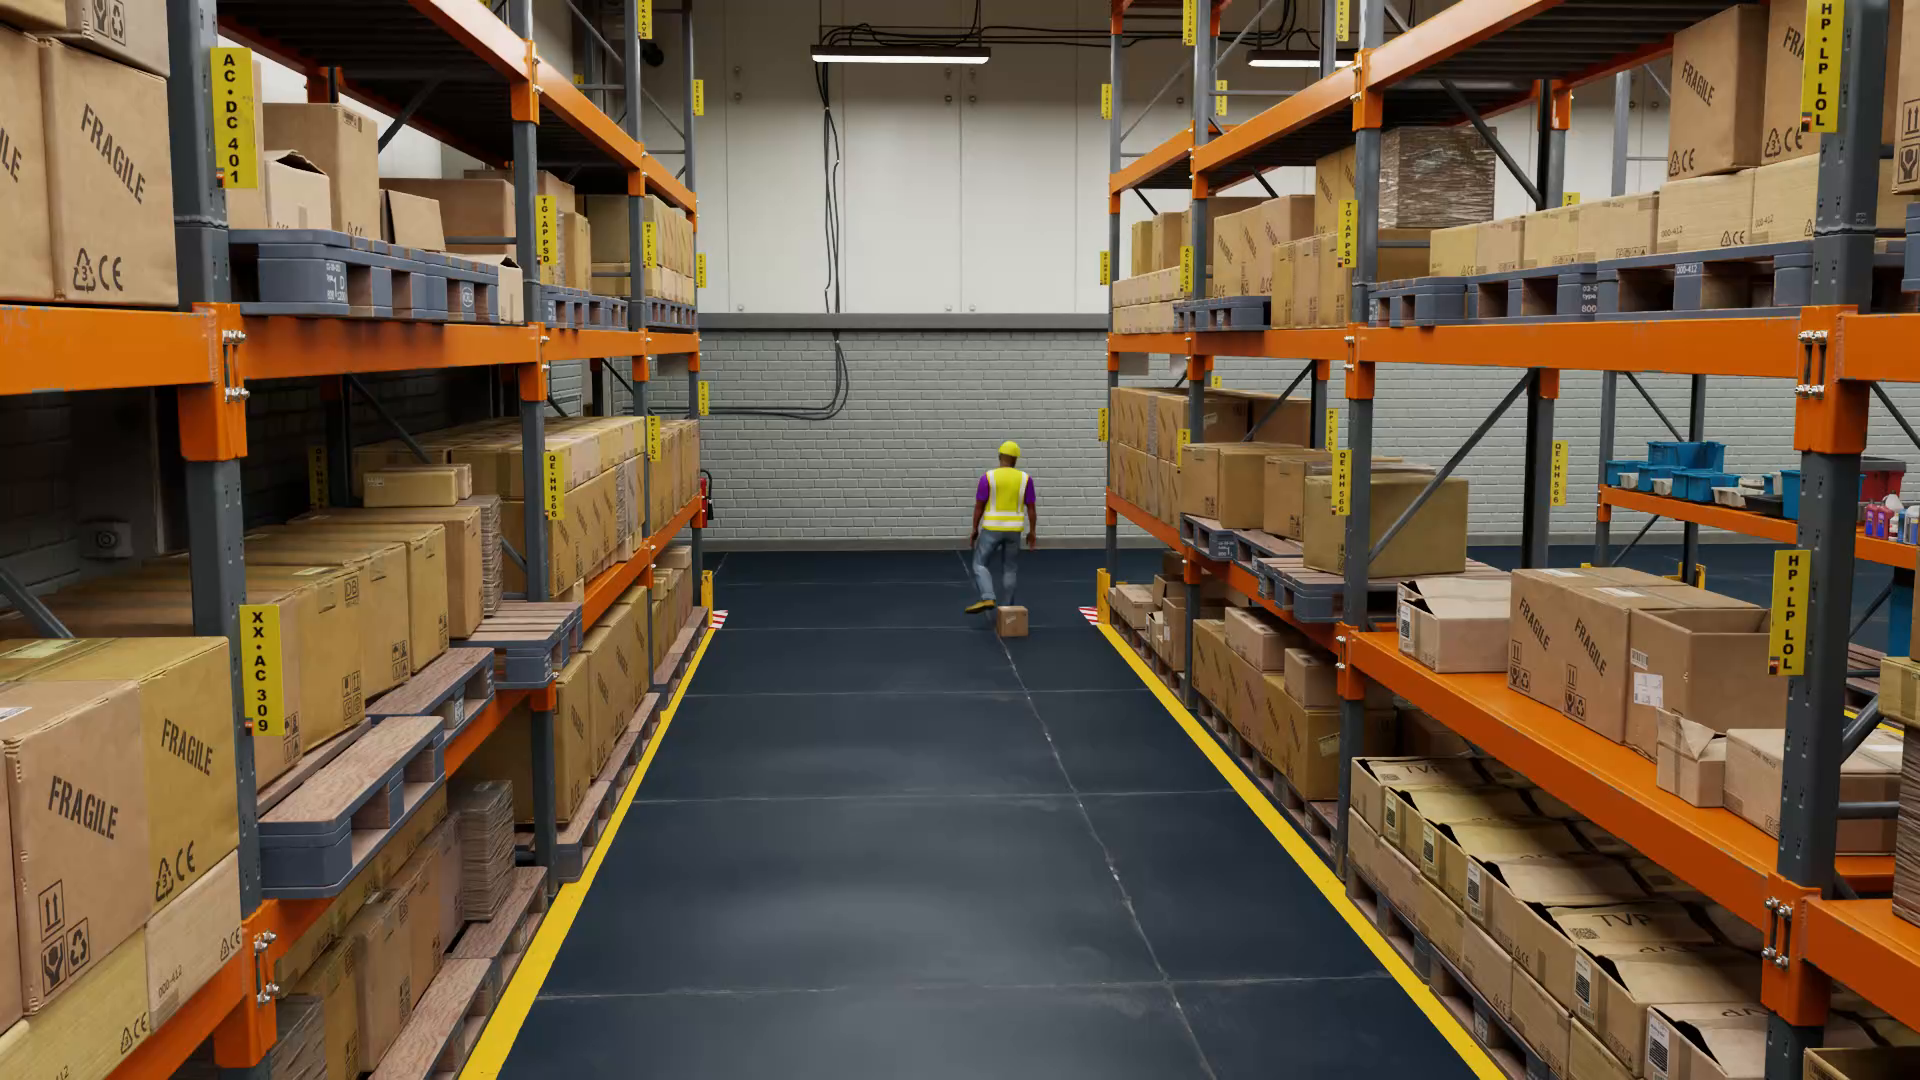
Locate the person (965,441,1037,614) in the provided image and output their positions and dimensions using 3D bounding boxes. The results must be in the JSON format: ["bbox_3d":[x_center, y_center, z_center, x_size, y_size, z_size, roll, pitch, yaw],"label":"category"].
[{"bbox_3d":[0.392,-0.074,16.219,0.746,1.767,0.515,-1,7,-12],"label":"person"}]
